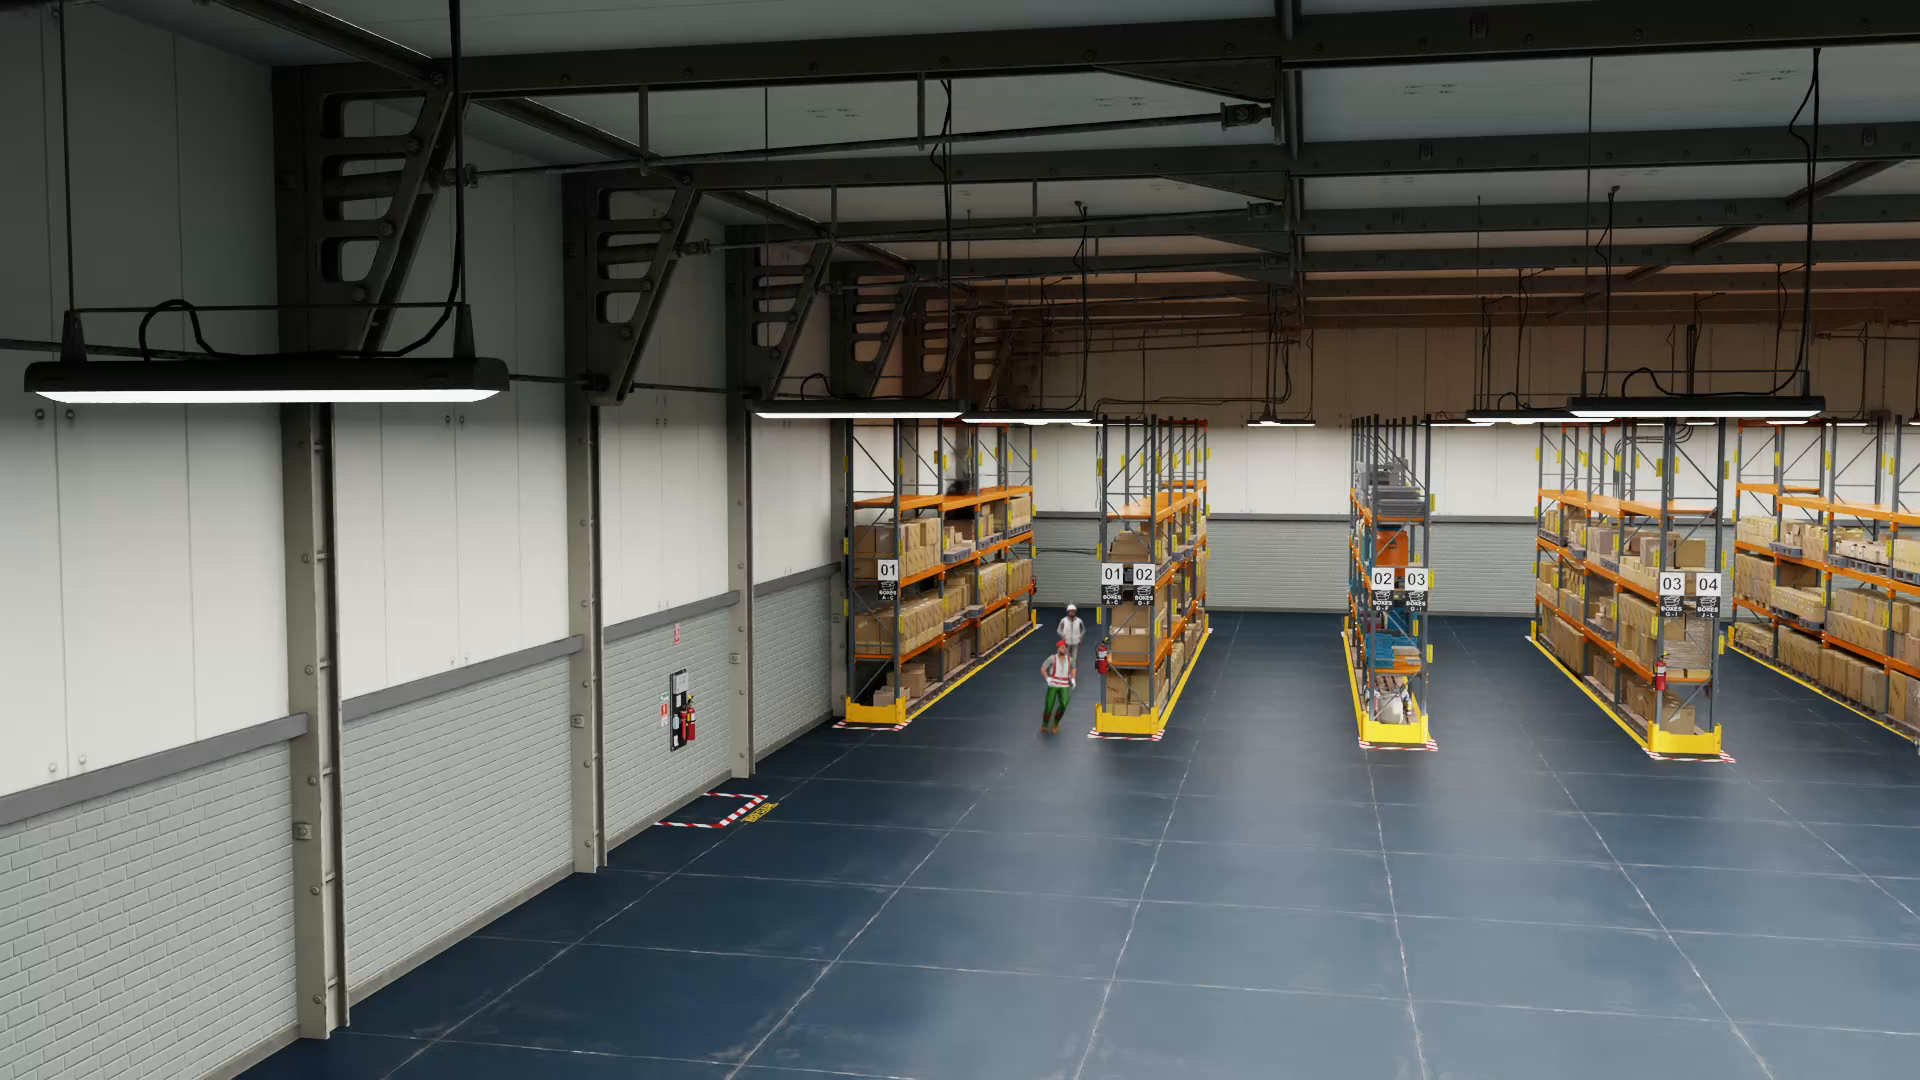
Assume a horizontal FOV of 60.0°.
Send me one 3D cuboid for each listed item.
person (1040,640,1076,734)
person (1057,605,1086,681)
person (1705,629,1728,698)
[{"bbox_3d":[1.867,2.766,31.288,0.720,1.753,0.638,-1,4,-8],"label":"person"},{"bbox_3d":[2.541,2.337,37.856,0.647,1.727,0.580,0,4,1],"label":"person"},{"bbox_3d":[16.177,2.527,35.779,0.597,1.692,0.778,1,4,8],"label":"person"}]
